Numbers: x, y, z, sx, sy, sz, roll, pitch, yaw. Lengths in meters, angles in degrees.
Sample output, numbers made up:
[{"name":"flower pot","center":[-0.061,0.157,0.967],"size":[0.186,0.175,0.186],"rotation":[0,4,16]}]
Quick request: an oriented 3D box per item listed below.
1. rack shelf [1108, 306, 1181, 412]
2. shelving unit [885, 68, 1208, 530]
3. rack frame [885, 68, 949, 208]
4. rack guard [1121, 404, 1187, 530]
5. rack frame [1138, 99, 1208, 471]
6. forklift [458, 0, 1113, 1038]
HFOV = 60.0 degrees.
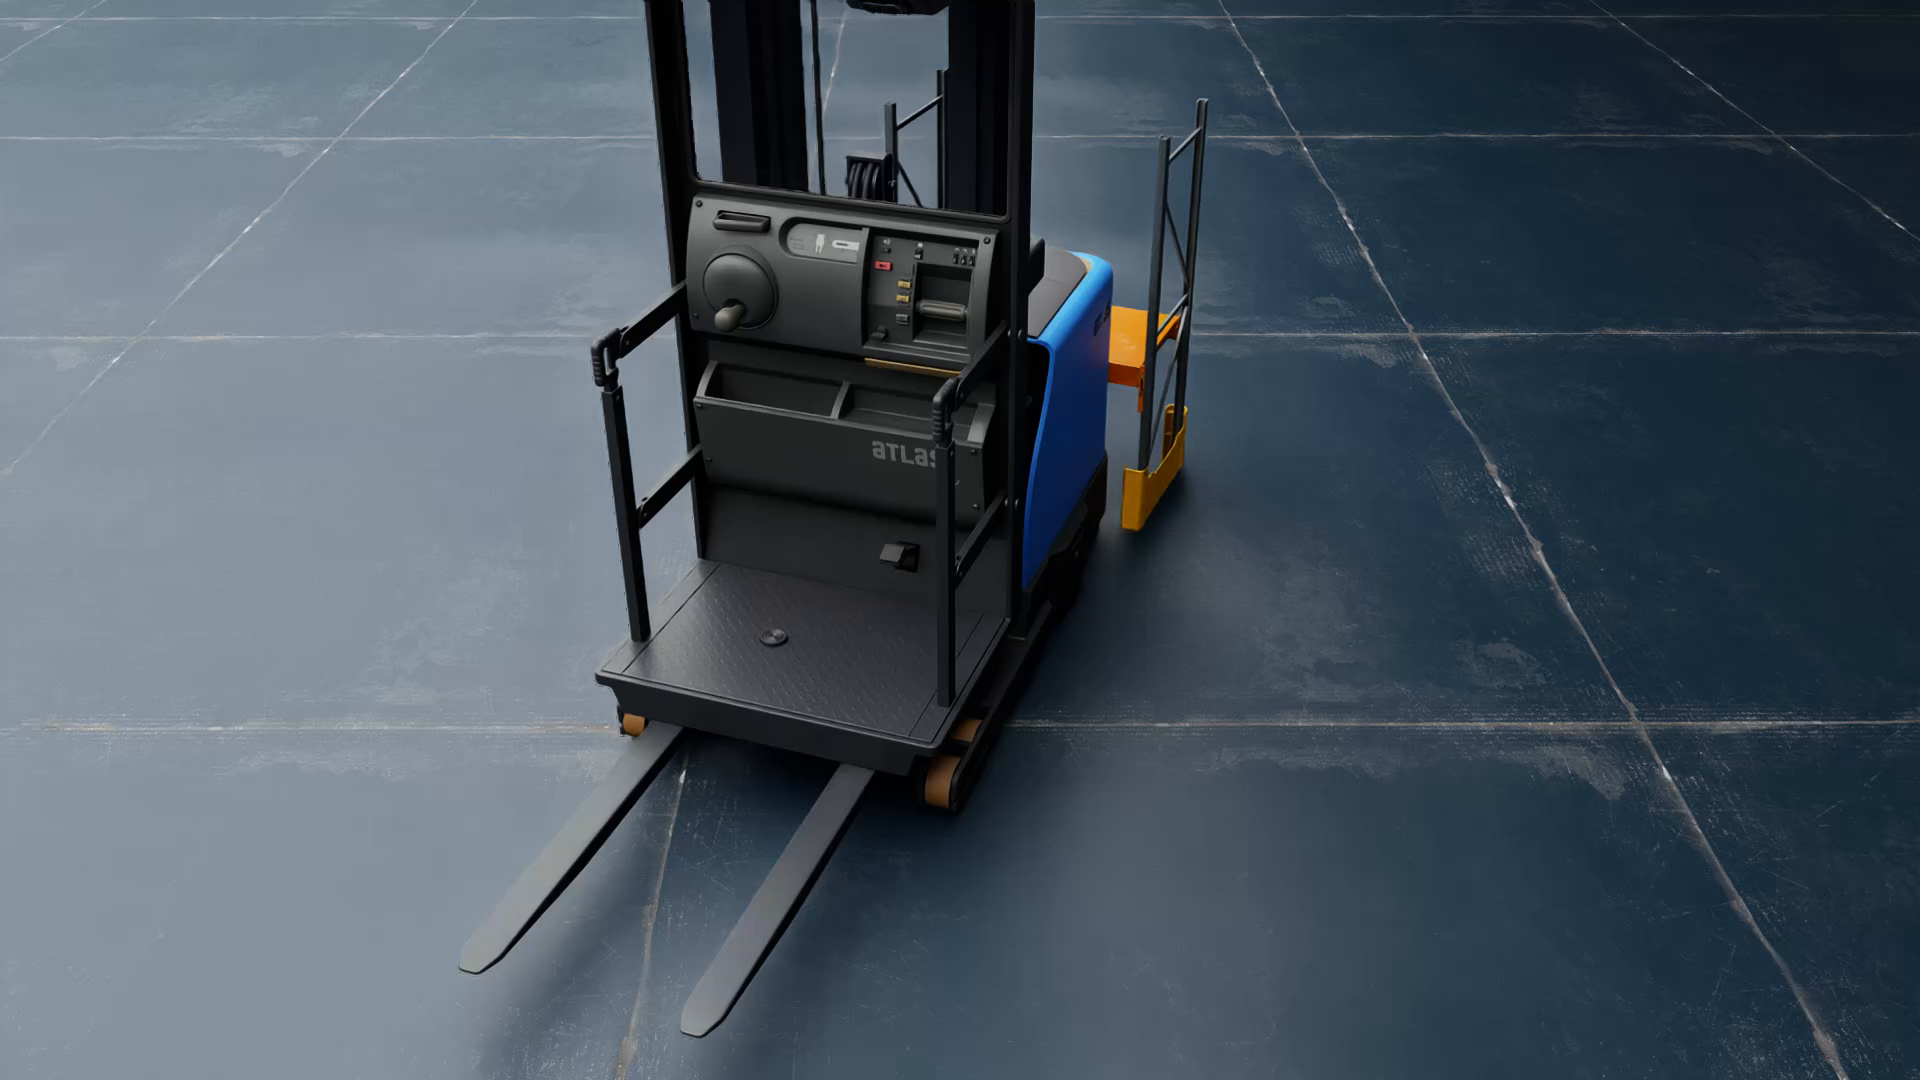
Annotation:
[{"name":"rack shelf","center":[0.311,-0.772,6.424],"size":[1.000,0.185,0.538],"rotation":[13,33,20]},{"name":"shelving unit","center":[0.303,-0.928,6.334],"size":[1.083,1.500,0.587],"rotation":[13,33,20]},{"name":"rack frame","center":[-0.156,-1.030,6.502],"size":[0.032,1.500,0.500],"rotation":[13,33,20]},{"name":"rack guard","center":[0.760,-0.292,6.490],"size":[0.087,0.250,0.587],"rotation":[13,33,20]},{"name":"rack frame","center":[0.778,-0.822,6.159],"size":[0.032,1.500,0.500],"rotation":[13,33,20]},{"name":"forklift","center":[-0.418,-0.694,4.568],"size":[1.130,2.935,3.031],"rotation":[10,33,16]}]
